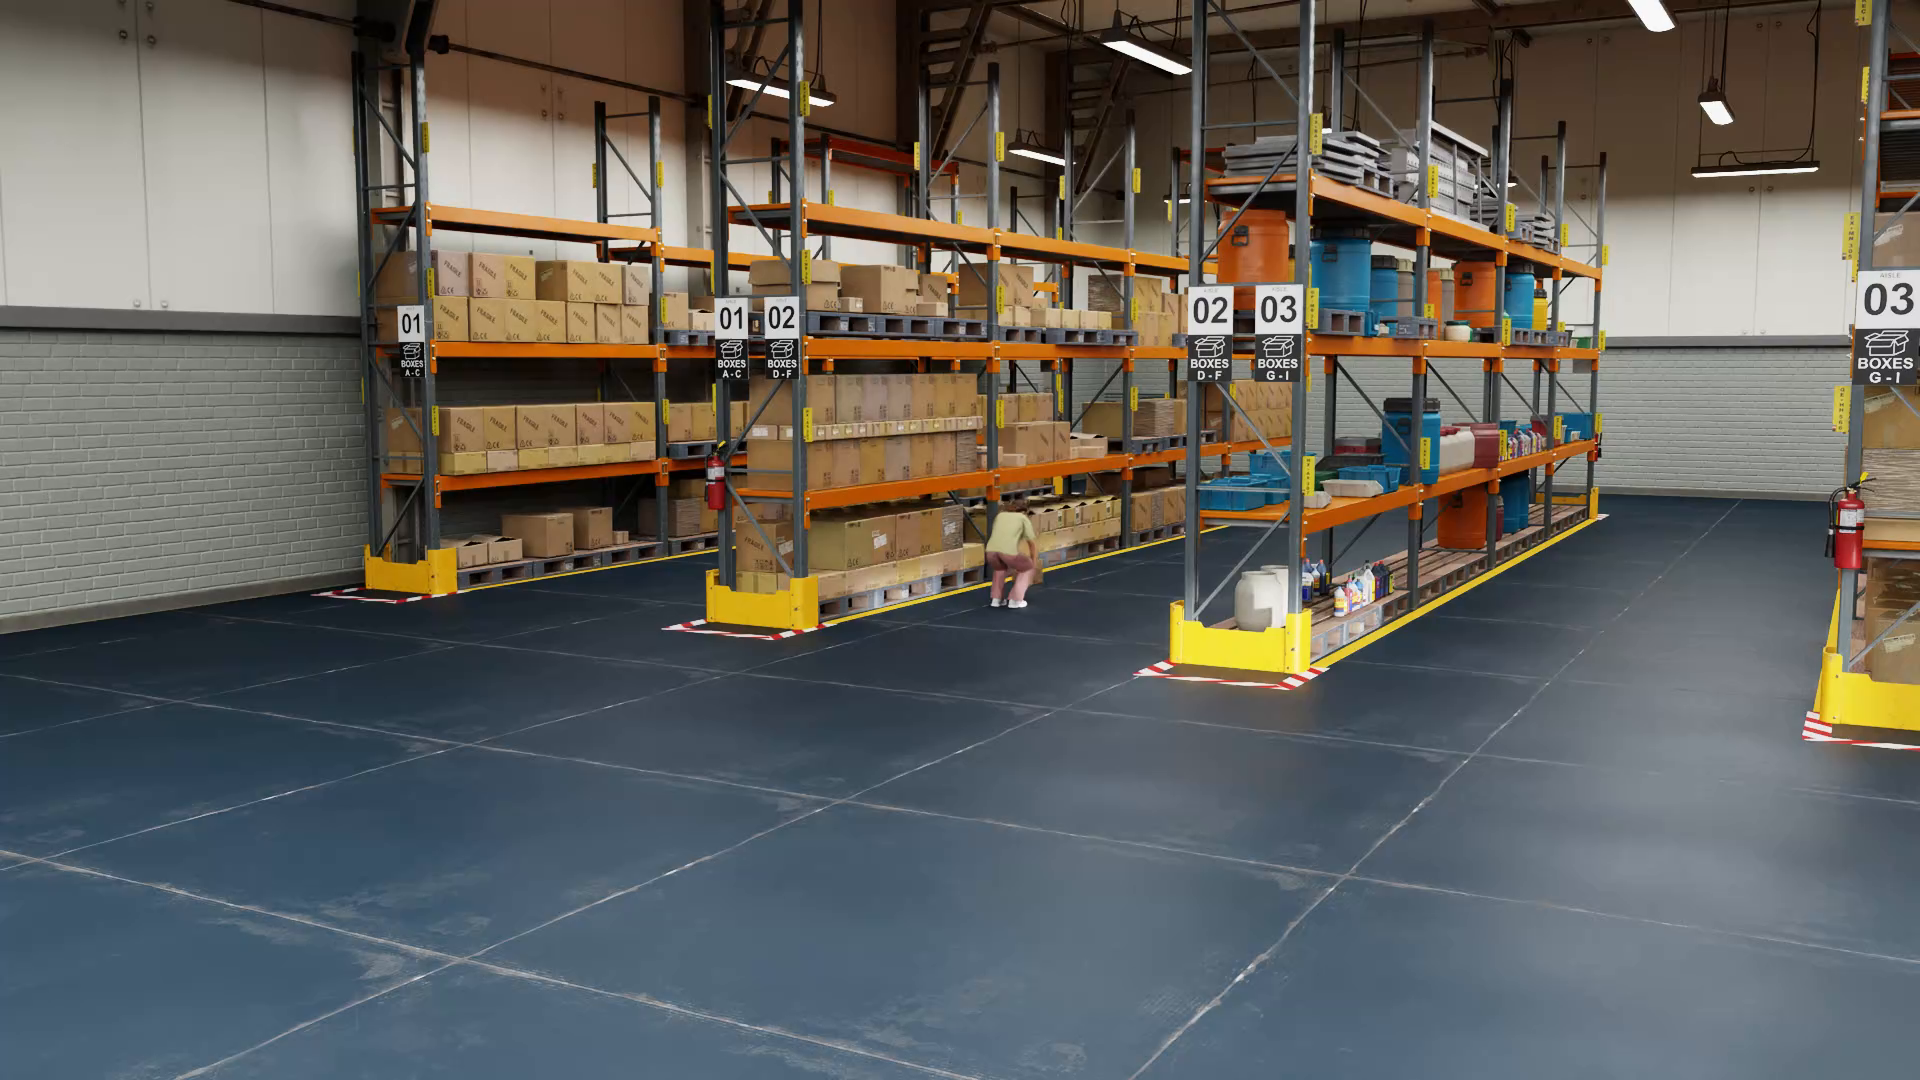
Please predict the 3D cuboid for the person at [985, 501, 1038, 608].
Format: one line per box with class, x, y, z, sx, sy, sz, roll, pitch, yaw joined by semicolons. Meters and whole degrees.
person;0.518;0.153;17.673;0.501;1.092;0.753;3;7;28
